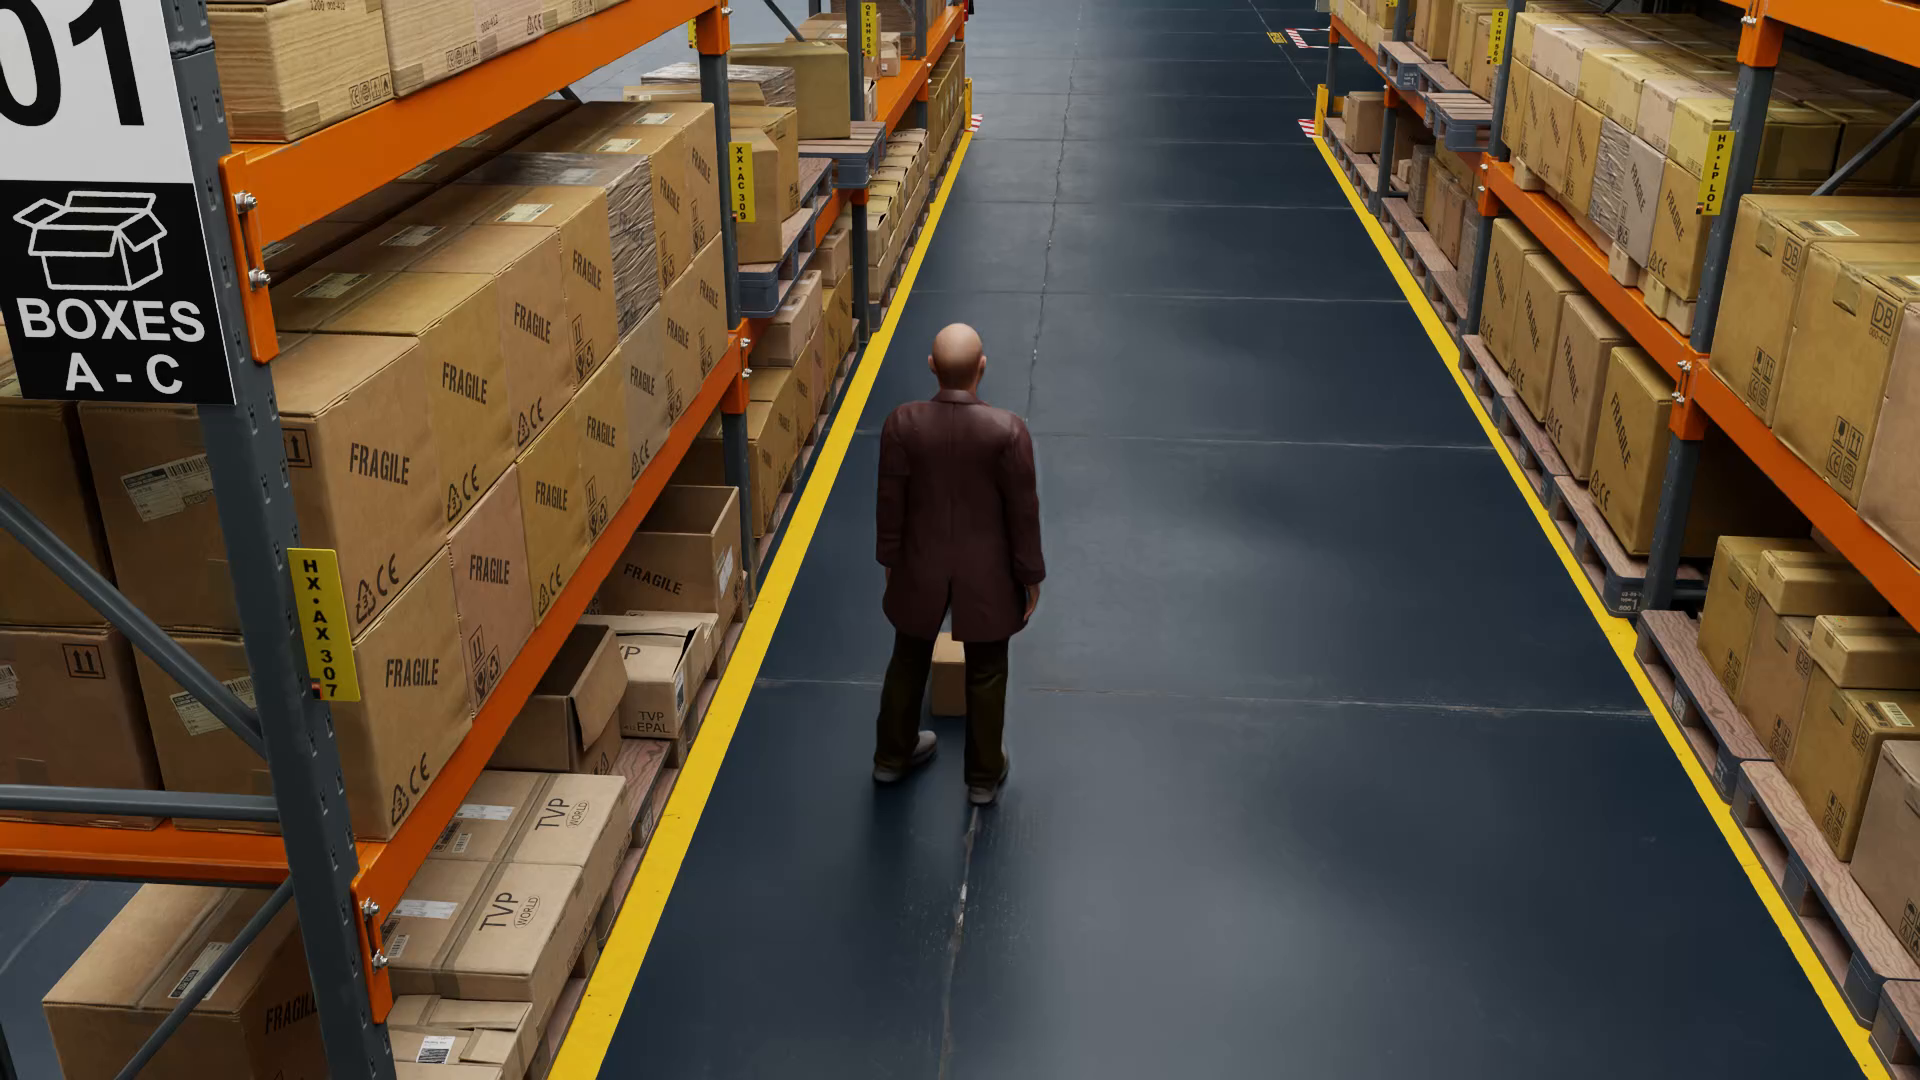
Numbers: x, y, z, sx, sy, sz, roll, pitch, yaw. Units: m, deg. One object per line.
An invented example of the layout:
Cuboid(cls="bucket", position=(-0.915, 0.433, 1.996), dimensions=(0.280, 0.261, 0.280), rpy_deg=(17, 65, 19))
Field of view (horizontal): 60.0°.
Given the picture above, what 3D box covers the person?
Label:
Cuboid(cls="person", position=(0.006, 0.078, 5.919), dimensions=(0.638, 1.782, 0.425), rpy_deg=(5, 25, 11))
